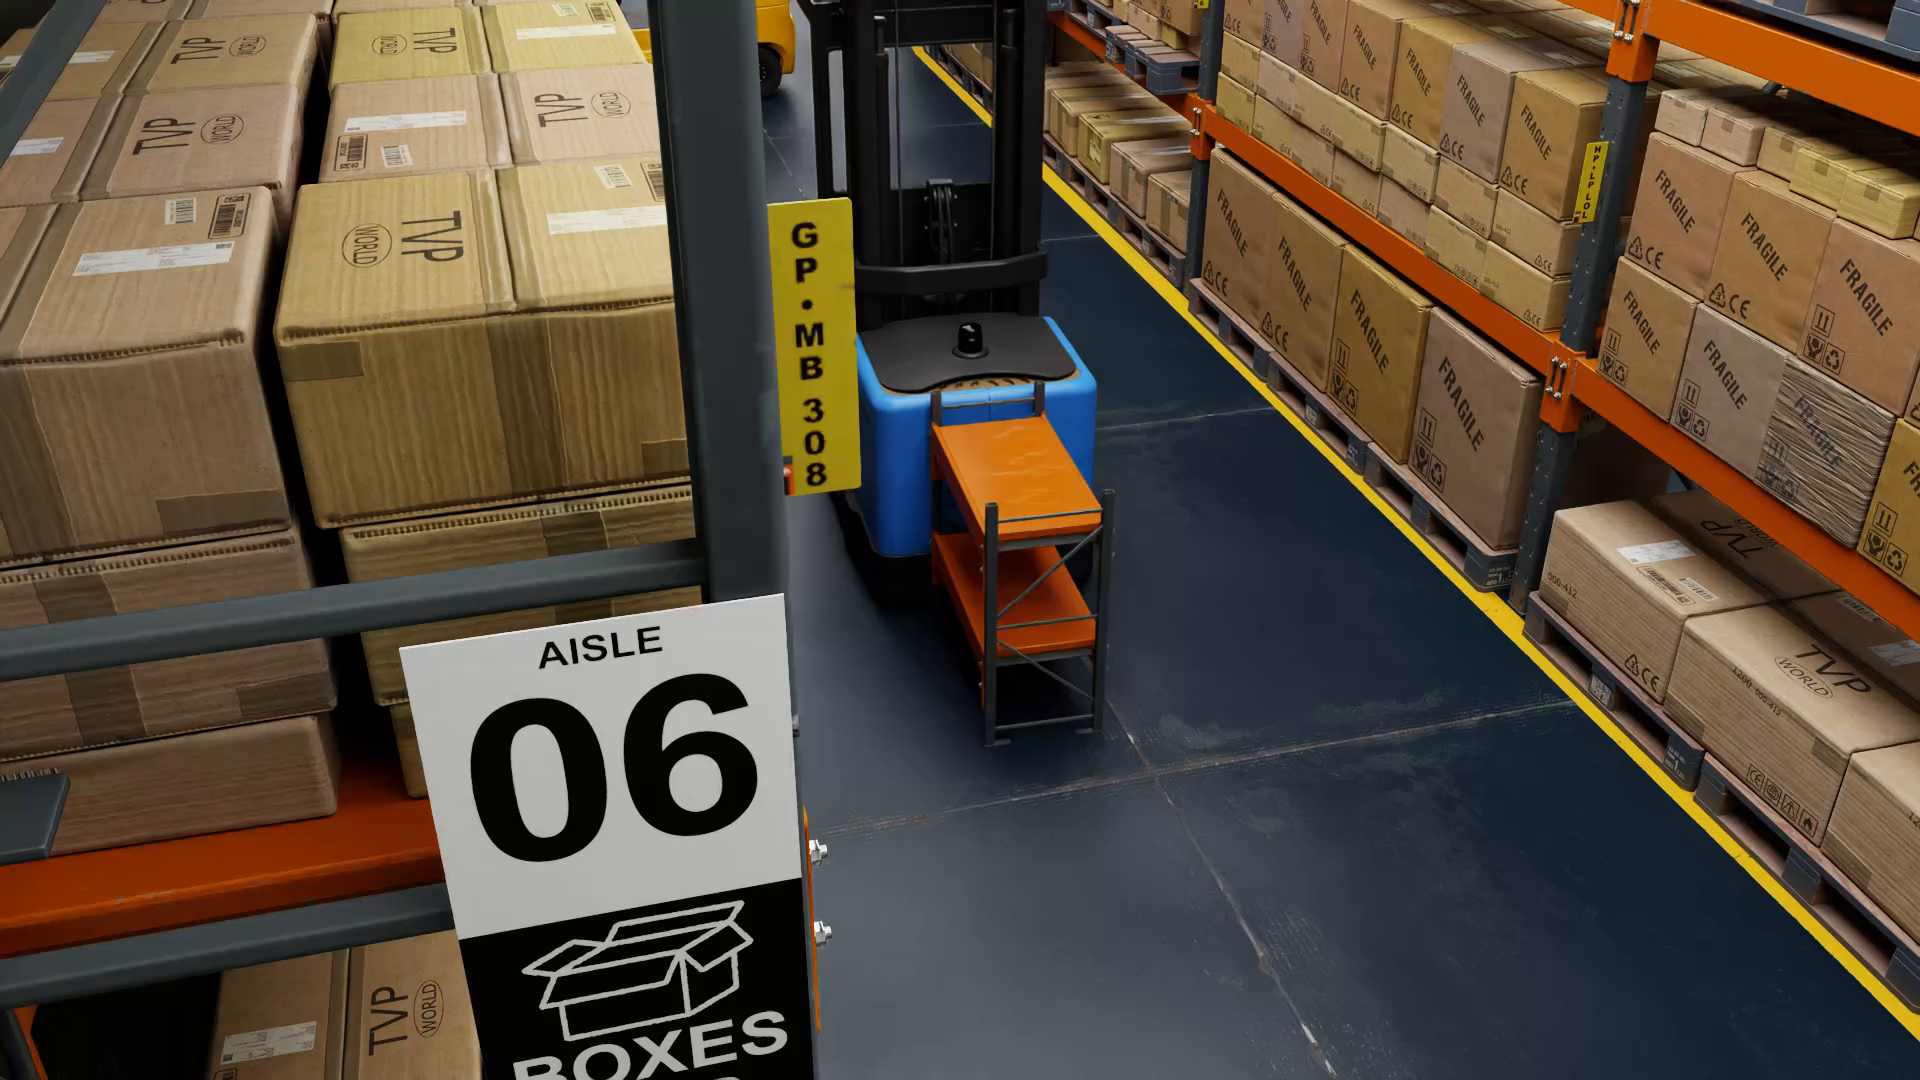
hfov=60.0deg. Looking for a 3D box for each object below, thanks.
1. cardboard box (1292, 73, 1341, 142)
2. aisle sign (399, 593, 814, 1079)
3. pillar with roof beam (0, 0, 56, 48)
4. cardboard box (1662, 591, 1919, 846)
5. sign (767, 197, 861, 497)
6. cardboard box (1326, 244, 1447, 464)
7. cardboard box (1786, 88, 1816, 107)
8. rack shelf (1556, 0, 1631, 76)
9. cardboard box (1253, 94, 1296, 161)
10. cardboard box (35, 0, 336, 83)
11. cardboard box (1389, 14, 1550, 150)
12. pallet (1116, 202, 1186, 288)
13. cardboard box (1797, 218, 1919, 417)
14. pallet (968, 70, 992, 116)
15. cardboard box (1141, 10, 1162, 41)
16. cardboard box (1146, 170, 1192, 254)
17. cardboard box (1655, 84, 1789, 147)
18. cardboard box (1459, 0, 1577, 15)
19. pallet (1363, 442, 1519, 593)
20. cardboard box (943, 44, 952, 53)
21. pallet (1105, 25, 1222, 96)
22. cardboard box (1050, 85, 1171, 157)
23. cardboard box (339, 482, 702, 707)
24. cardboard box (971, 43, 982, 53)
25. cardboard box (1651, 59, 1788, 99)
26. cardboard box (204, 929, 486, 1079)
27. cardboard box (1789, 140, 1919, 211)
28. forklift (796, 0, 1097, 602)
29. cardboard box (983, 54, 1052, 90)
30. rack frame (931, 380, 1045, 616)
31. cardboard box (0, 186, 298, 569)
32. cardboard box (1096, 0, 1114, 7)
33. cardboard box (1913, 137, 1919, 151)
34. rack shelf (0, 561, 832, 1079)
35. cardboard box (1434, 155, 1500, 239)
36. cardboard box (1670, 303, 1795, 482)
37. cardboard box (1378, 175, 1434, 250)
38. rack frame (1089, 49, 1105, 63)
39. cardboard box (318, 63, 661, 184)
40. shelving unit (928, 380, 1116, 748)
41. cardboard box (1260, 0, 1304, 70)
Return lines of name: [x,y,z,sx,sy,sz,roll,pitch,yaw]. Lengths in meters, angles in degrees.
cardboard box: [2.135,-2.351,8.969,0.500,0.250,0.500,-8,31,-13]
aisle sign: [-0.378,0.425,1.927,0.394,0.787,0.004,-8,31,-13]
pillar with roof beam: [1.725,-3.089,4.603,9.100,9.000,0.400,-8,31,-13]
cardboard box: [3.345,0.639,6.290,0.875,0.438,0.875,-9,31,-15]
sign: [-0.156,-0.193,1.722,0.100,0.325,0.005,-8,31,-13]
cardboard box: [2.555,-1.024,8.727,0.875,0.875,0.875,-7,31,-12]
cardboard box: [3.432,-1.688,6.427,0.380,0.149,0.250,-8,31,-14]
rack shelf: [2.513,-2.991,8.146,1.077,0.370,4.000,-8,31,-13]
cardboard box: [2.022,-2.389,9.533,0.500,0.250,0.500,-9,31,-15]
cardboard box: [-1.458,-0.944,3.246,0.500,0.250,0.500,-8,31,-13]
cardboard box: [2.423,-2.193,7.946,0.500,0.500,0.500,-7,31,-12]
pallet: [1.776,-2.140,11.737,1.003,0.211,1.213,-8,31,-13]
cardboard box: [3.190,-0.758,5.467,0.500,0.500,0.500,-7,31,-12]
pallet: [0.708,-4.014,14.975,1.003,0.211,1.213,-8,31,-13]
cardboard box: [1.417,-3.405,10.970,0.380,0.149,0.250,-8,31,-14]
cardboard box: [1.842,-2.288,11.413,0.950,0.372,0.625,-10,32,-17]
cardboard box: [2.877,-1.608,6.287,0.380,0.149,0.250,-8,31,-14]
cardboard box: [2.768,-2.498,8.473,0.500,0.500,0.500,-8,31,-14]
pallet: [2.766,-0.194,8.374,1.003,0.211,1.213,-8,31,-13]
cardboard box: [0.091,-4.889,16.029,0.500,0.250,0.500,-6,31,-10]
pallet: [1.690,-3.217,11.005,1.213,0.211,1.003,-8,31,-13]
cardboard box: [1.256,-3.346,13.241,0.950,0.372,0.625,-6,31,-10]
cardboard box: [-0.534,-0.057,2.212,0.500,0.250,0.500,-8,31,-14]
cardboard box: [0.368,-4.713,14.976,0.500,0.500,0.500,-7,31,-12]
cardboard box: [3.204,-1.764,7.206,0.500,0.500,0.500,-7,31,-13]
cardboard box: [-1.193,1.056,3.284,0.500,0.250,0.500,-8,31,-13]
cardboard box: [3.076,-1.240,5.652,0.380,0.149,0.250,-8,31,-14]
forklift: [-0.196,-1.709,8.278,1.130,2.935,3.031,-6,31,-11]
cardboard box: [0.504,-4.143,14.739,0.500,0.250,0.500,-6,31,-11]
rack frame: [0.121,-0.170,7.421,0.500,1.125,0.032,-6,31,-11]
cardboard box: [-1.066,-0.200,1.961,0.500,0.250,0.500,-9,31,-15]
cardboard box: [1.180,-3.908,11.838,0.380,0.149,0.250,-9,31,-15]
cardboard box: [3.539,-1.305,5.764,0.380,0.149,0.250,-8,31,-14]
rack shelf: [-1.210,-0.397,3.665,1.077,0.370,4.000,-8,31,-13]
cardboard box: [2.552,-1.610,7.688,0.500,0.250,0.500,-7,31,-12]
cardboard box: [3.045,-0.576,6.151,0.500,0.500,0.500,-8,31,-13]
cardboard box: [2.432,-1.648,8.253,0.500,0.250,0.500,-9,31,-15]
rack frame: [0.920,-4.902,13.724,1.000,3.000,0.127,-8,31,-13]
cardboard box: [-0.672,-0.518,2.511,0.500,0.250,0.500,-8,31,-14]
shelving unit: [0.232,0.078,6.992,0.538,1.125,1.048,-6,31,-11]
cardboard box: [2.018,-2.937,9.231,0.500,0.500,0.500,-8,31,-13]
